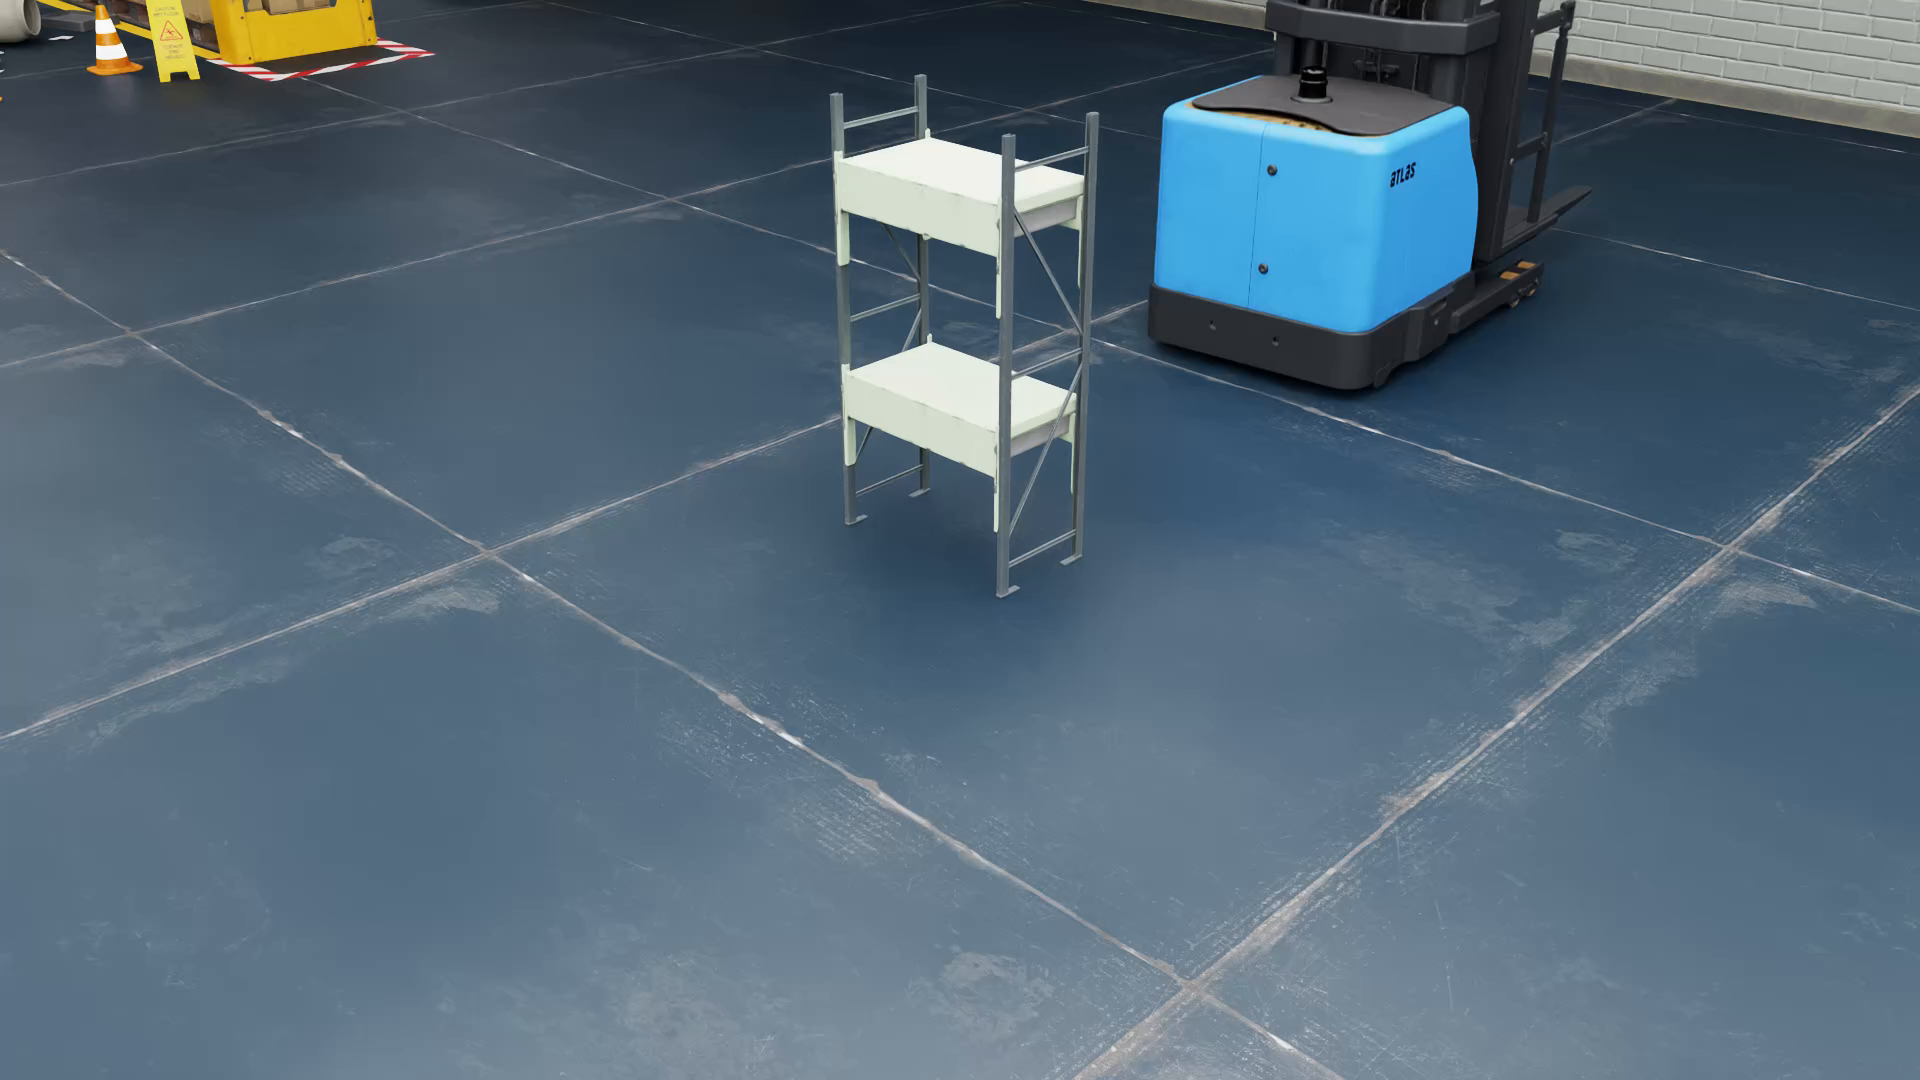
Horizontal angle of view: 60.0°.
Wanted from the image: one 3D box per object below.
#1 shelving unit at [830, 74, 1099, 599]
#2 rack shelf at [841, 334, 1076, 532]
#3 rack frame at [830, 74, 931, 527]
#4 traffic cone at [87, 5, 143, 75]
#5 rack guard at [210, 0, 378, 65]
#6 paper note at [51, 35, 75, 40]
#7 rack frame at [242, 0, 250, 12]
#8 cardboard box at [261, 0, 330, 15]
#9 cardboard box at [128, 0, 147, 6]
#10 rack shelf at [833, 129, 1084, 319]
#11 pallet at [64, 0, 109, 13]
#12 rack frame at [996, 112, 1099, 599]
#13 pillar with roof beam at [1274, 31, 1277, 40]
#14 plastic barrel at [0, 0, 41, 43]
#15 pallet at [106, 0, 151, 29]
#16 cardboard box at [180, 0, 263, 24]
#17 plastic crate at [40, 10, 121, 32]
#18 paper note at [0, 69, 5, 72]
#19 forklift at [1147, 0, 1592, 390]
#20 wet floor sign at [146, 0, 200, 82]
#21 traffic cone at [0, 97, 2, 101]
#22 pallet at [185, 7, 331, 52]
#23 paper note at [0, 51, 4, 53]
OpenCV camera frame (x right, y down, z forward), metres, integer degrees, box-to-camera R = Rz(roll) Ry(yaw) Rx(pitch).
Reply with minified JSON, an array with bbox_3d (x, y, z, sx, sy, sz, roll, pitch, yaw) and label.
[{"bbox_3d":[0.005,-0.662,5.397,0.755,1.500,0.431,25,36,38],"label":"shelving unit"},{"bbox_3d":[0.005,-0.373,5.549,0.720,0.370,0.431,25,36,38],"label":"rack shelf"},{"bbox_3d":[-0.256,-0.781,5.624,0.023,1.500,0.400,25,36,38],"label":"rack frame"},{"bbox_3d":[-6.323,-3.727,12.341,0.334,0.463,0.336,25,36,38],"label":"traffic cone"},{"bbox_3d":[-5.167,-4.056,12.927,0.348,0.500,1.175,25,36,38],"label":"rack guard"},{"bbox_3d":[-7.270,-4.071,13.459,0.148,0.019,0.142,12,30,22],"label":"paper note"},{"bbox_3d":[-5.112,-5.138,12.298,0.127,3.000,1.000,25,36,38],"label":"rack frame"},{"bbox_3d":[-5.494,-4.462,13.516,0.500,0.250,0.500,24,36,38],"label":"cardboard box"},{"bbox_3d":[-6.618,-4.622,13.820,0.500,0.250,0.500,23,35,37],"label":"cardboard box"},{"bbox_3d":[0.005,-1.007,5.215,0.720,0.370,0.431,25,36,38],"label":"rack shelf"},{"bbox_3d":[-7.461,-5.001,15.035,1.213,0.211,1.003,25,36,38],"label":"pallet"},{"bbox_3d":[0.266,-0.542,5.170,0.023,1.500,0.400,25,36,38],"label":"rack frame"},{"bbox_3d":[-0.239,-6.582,8.598,0.400,9.000,9.100,25,36,38],"label":"pillar with roof beam"},{"bbox_3d":[-7.647,-4.169,13.224,0.512,0.421,0.421,-3,28,-5],"label":"plastic barrel"},{"bbox_3d":[-6.587,-4.603,14.278,1.213,0.211,1.003,25,36,38],"label":"pallet"},{"bbox_3d":[-5.895,-4.289,13.187,0.500,0.250,0.500,24,36,38],"label":"cardboard box"},{"bbox_3d":[-7.420,-4.366,13.968,0.583,0.080,0.402,12,30,22],"label":"plastic crate"},{"bbox_3d":[-7.182,-3.472,12.319,0.142,0.019,0.148,12,30,22],"label":"paper note"},{"bbox_3d":[2.143,-2.524,7.401,1.130,2.935,3.031,21,34,34],"label":"forklift"},{"bbox_3d":[-5.727,-3.679,12.053,0.267,0.644,0.232,-13,30,-22],"label":"wet floor sign"},{"bbox_3d":[-6.859,-3.248,11.430,0.334,0.463,0.336,25,36,38],"label":"traffic cone"},{"bbox_3d":[-5.721,-4.205,13.521,1.213,0.211,1.003,25,36,38],"label":"pallet"},{"bbox_3d":[-7.502,-3.812,12.989,0.123,0.001,0.032,25,36,38],"label":"paper note"}]
